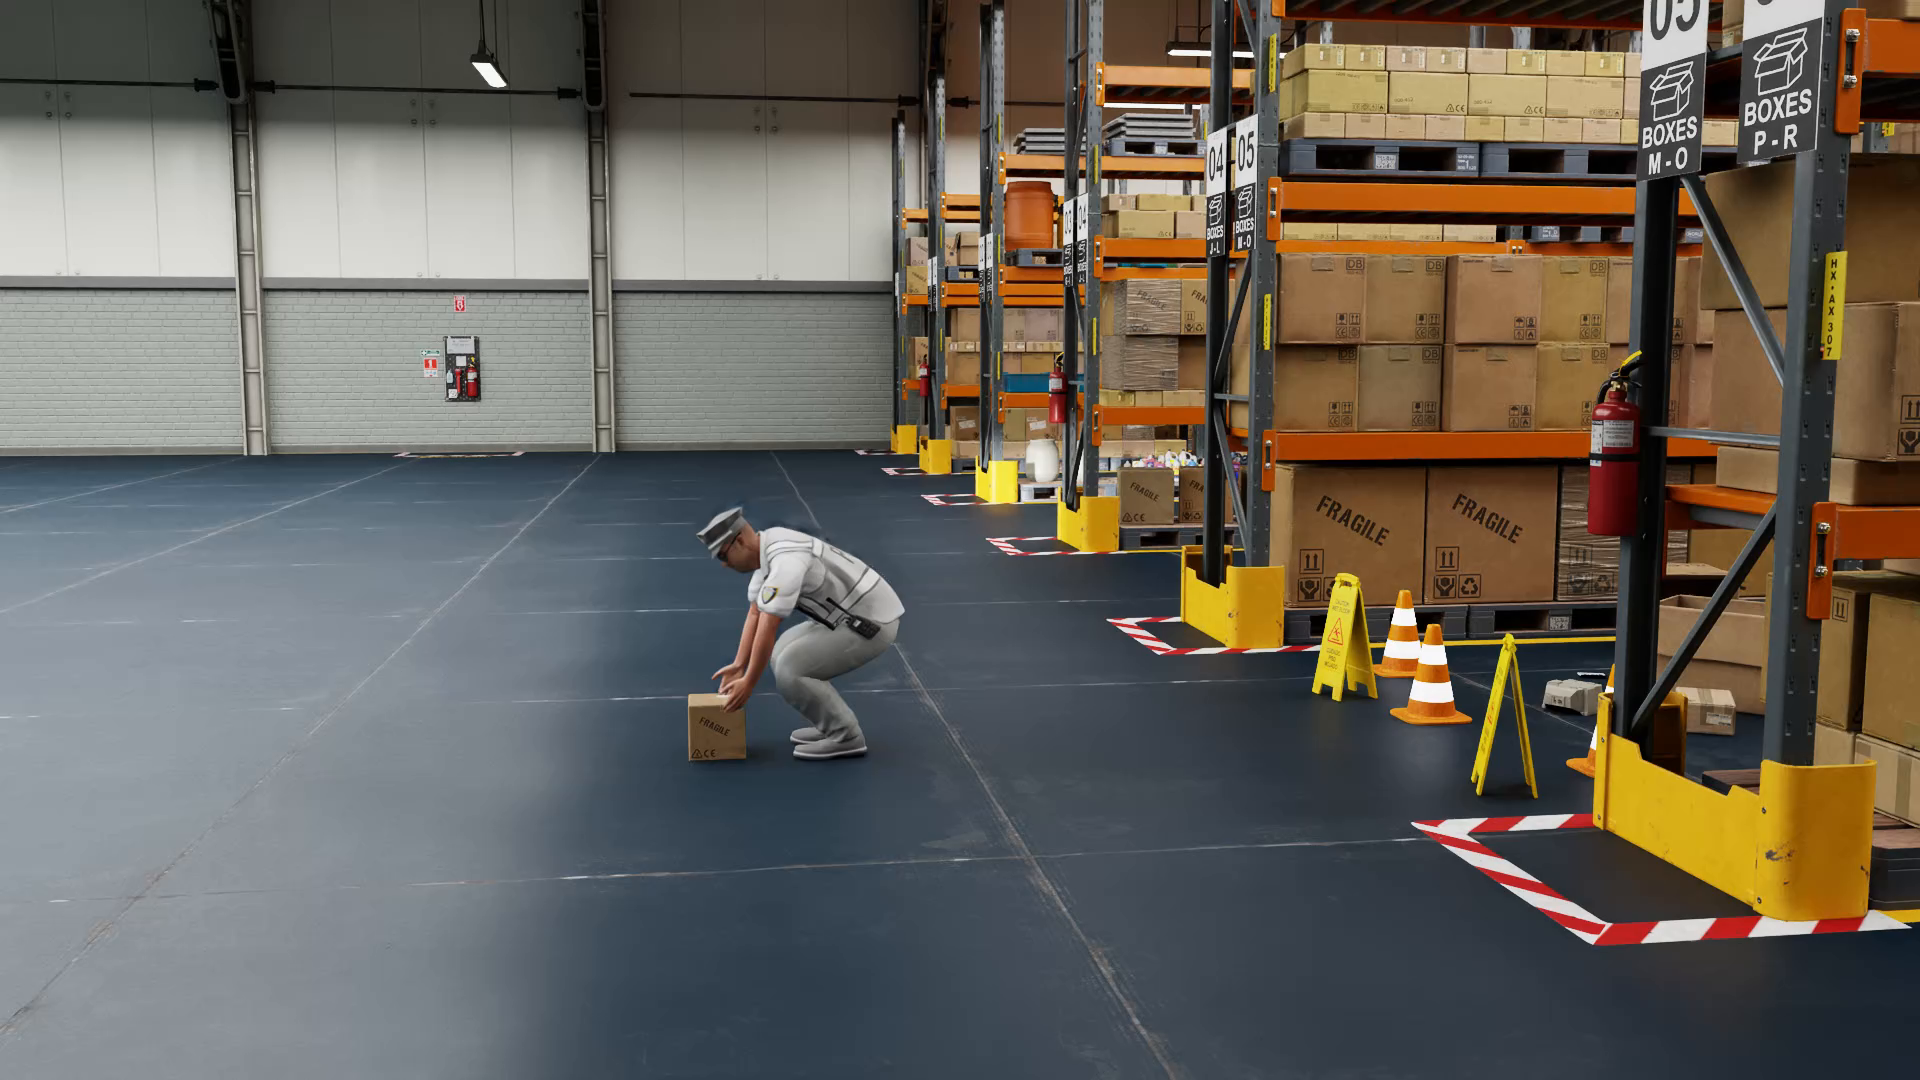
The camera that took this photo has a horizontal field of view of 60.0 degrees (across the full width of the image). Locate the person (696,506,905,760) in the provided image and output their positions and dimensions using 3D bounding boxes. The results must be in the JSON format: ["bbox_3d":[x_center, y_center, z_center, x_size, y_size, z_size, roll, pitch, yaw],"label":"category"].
[{"bbox_3d":[-0.710,0.403,7.438,0.922,1.124,0.576,-1,7,-9],"label":"person"}]
